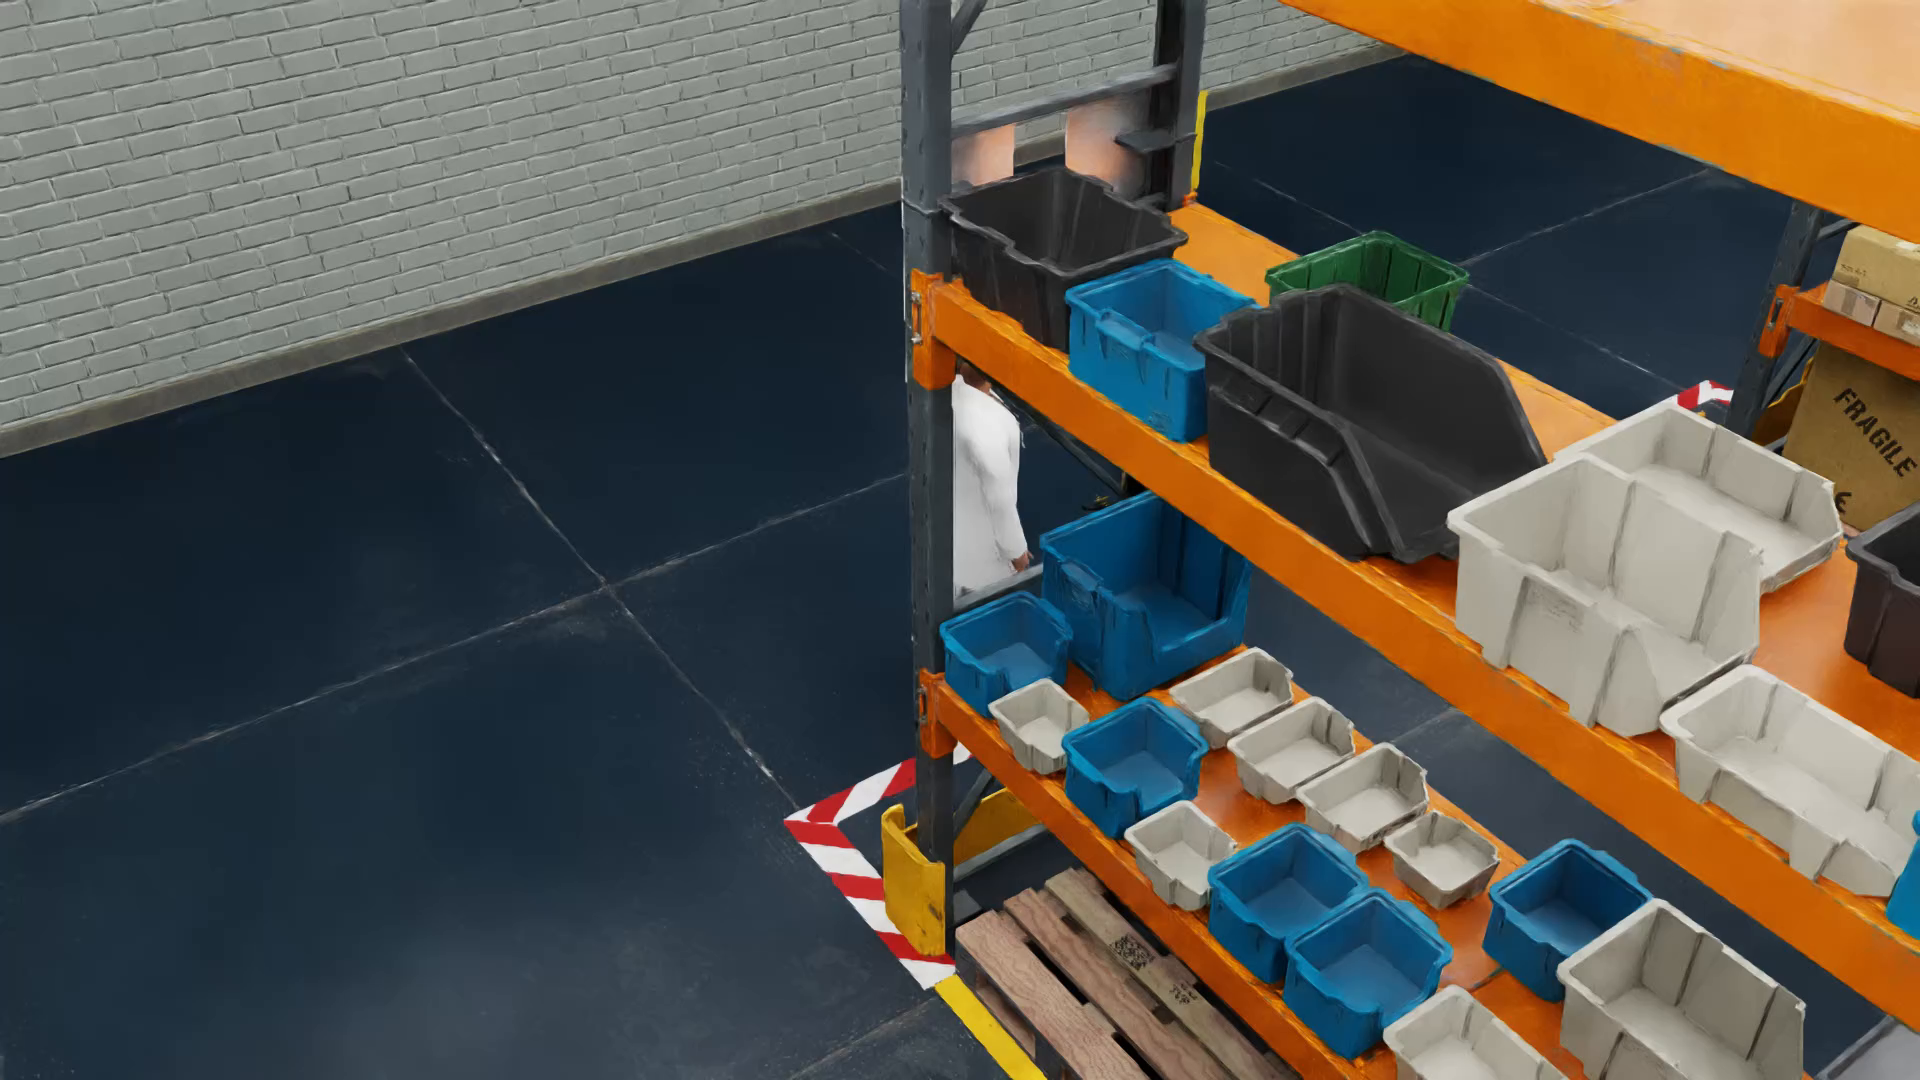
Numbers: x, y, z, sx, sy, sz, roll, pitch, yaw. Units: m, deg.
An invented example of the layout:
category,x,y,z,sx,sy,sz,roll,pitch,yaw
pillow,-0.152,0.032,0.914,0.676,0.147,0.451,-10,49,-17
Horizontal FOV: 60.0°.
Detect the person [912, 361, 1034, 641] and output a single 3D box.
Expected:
category,x,y,z,sx,sy,sz,roll,pitch,yaw
person,0.065,-0.068,7.083,0.505,1.778,0.650,-9,37,-13
